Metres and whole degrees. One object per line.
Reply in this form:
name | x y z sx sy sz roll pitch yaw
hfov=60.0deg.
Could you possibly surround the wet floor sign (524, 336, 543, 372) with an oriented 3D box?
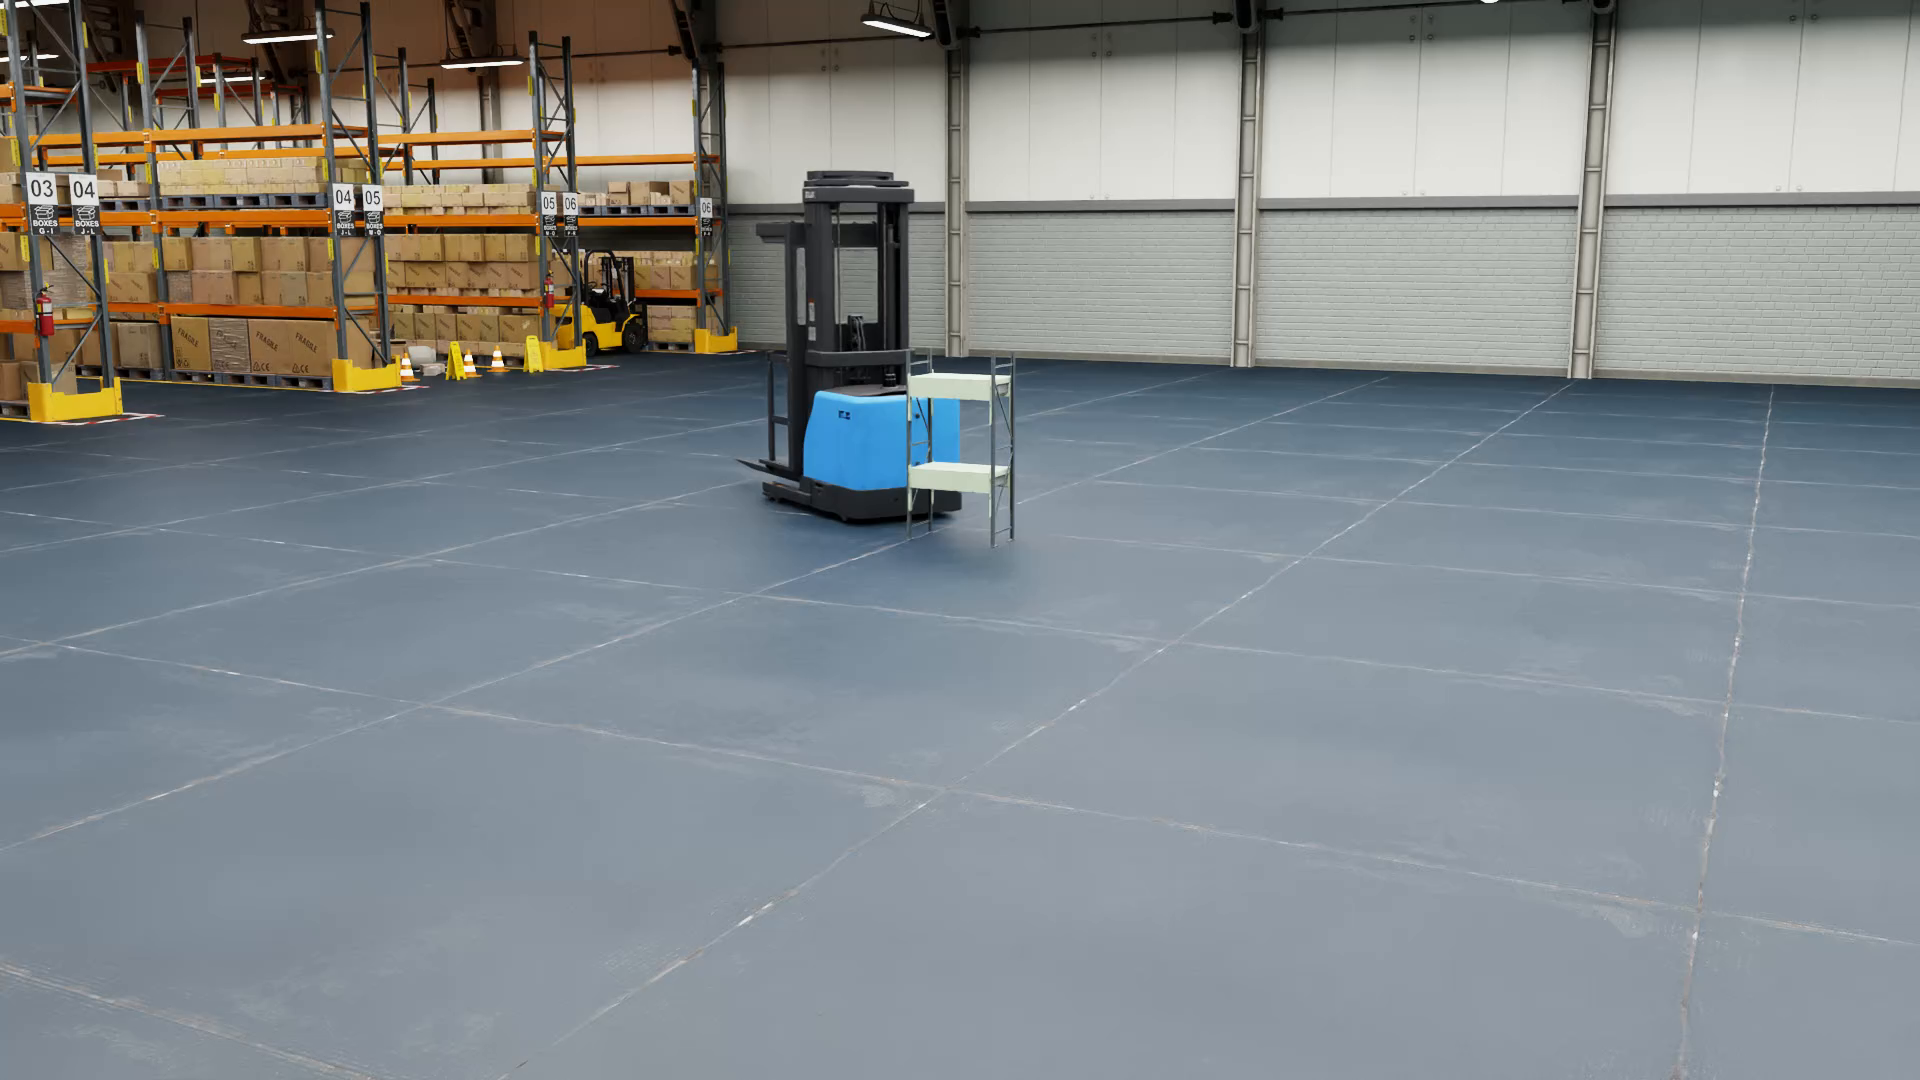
wet floor sign | -7.705 -3.358 29.975 0.267 0.644 0.232 -10 14 -43

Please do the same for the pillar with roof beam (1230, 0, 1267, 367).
pillar with roof beam | 3.422 -7.014 26.714 0.548 9.000 9.100 5 11 26

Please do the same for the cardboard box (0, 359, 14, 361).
cardboard box | -13.444 -2.243 23.038 0.500 0.500 0.500 6 12 31

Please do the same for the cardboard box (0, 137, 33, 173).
cardboard box | -12.999 -5.198 22.585 0.500 0.500 0.500 5 11 26

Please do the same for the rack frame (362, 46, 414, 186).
rack frame | -10.989 -7.970 31.999 0.127 3.000 1.000 5 11 26

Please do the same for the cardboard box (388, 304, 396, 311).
cardboard box | -13.197 -5.437 38.867 0.250 0.149 0.380 4 11 23

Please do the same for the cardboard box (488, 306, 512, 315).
cardboard box | -8.595 -4.284 31.094 0.250 0.149 0.380 5 12 27

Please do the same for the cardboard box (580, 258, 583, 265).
cardboard box | -8.148 -6.076 36.278 0.250 0.149 0.380 5 11 26

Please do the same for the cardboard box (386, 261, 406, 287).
cardboard box | -10.718 -5.134 32.061 0.500 0.500 0.500 5 11 26

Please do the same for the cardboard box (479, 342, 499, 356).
cardboard box | -8.707 -3.619 31.346 0.500 0.250 0.500 5 11 26

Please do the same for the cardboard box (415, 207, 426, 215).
cardboard box | -10.130 -6.249 31.619 0.250 0.149 0.380 5 12 28

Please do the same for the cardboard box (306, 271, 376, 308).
cardboard box | -9.855 -4.000 26.488 0.550 0.550 0.875 5 11 26

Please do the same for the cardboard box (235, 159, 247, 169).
cardboard box | -11.322 -5.997 26.529 0.250 0.149 0.380 5 11 26

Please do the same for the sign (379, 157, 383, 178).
sign | -9.251 -5.937 26.515 0.005 0.325 0.100 5 11 26

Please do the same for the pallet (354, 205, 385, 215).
pallet | -11.496 -6.467 32.646 1.003 0.211 1.213 5 11 26

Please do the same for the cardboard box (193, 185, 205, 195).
cardboard box | -12.232 -5.685 27.042 0.250 0.149 0.380 5 11 25

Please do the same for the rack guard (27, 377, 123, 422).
rack guard | -11.855 -1.896 22.303 0.348 0.500 1.175 5 11 26

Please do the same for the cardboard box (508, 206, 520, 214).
cardboard box | -8.084 -6.053 30.535 0.250 0.149 0.380 5 11 26

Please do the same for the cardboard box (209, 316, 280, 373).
cardboard box | -11.746 -3.249 27.548 0.875 0.875 0.875 5 11 26

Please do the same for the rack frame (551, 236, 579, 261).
rack frame | -8.797 -5.811 36.915 0.127 3.000 1.000 5 11 26

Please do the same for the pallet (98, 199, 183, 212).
pallet | -13.933 -5.666 28.227 1.217 0.209 0.805 5 11 24

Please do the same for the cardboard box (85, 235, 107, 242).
cardboard box | -18.581 -6.482 35.714 0.250 0.149 0.380 5 11 25

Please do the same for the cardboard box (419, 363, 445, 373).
cardboard box | -9.471 -3.081 29.834 0.380 0.149 0.250 -7 12 -33

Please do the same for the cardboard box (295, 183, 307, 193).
cardboard box | -10.176 -5.505 26.045 0.250 0.149 0.380 5 11 26

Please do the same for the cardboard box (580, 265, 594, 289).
cardboard box | -8.040 -5.745 36.271 0.500 0.500 0.500 5 12 27

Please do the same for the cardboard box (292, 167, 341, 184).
cardboard box | -10.065 -5.703 26.020 0.500 0.250 0.500 5 11 27

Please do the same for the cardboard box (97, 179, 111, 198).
cardboard box | -14.758 -6.010 28.385 0.500 0.311 0.500 5 11 24

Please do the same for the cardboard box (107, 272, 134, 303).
cardboard box | -14.128 -4.307 28.324 0.500 0.500 0.500 5 11 25

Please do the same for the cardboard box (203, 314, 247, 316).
cardboard box | -15.159 -4.562 34.801 0.875 0.875 0.875 5 11 25

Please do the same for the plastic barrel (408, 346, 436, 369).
plastic barrel | -9.925 -3.356 30.585 0.512 0.421 0.421 -4 11 -23

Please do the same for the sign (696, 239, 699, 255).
sign | -5.462 -6.097 34.577 0.005 0.325 0.100 5 11 26

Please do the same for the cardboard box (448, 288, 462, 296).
cardboard box | -9.468 -4.701 31.485 0.250 0.149 0.380 5 11 26

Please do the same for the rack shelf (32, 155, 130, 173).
rack shelf | -19.957 -8.207 36.453 4.000 0.370 1.077 5 11 26

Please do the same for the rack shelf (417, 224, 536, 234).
rack shelf | -10.590 -7.091 37.583 4.000 0.370 1.077 5 11 26

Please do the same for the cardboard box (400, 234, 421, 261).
cardboard box | -10.242 -5.592 31.784 0.500 0.500 0.700 5 11 26

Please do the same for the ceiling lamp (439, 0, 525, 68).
ceiling lamp | -9.645 -11.273 33.862 2.000 3.185 0.800 5 11 26

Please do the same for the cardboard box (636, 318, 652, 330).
cardboard box | -6.702 -4.662 35.707 0.500 0.250 0.500 5 11 25

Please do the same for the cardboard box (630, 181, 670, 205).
cardboard box | -6.588 -7.370 35.363 0.500 0.500 0.700 5 11 26

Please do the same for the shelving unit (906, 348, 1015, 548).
shelving unit | 0.006 -0.737 13.094 0.755 1.500 0.431 5 11 26

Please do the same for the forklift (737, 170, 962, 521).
forklift | -1.158 -1.818 15.044 1.130 2.935 3.031 -6 12 -29

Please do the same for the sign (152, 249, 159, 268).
sign | -13.320 -4.663 27.542 0.005 0.325 0.100 5 11 26

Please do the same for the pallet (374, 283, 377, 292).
pallet | -11.611 -5.007 33.012 1.213 0.211 1.003 5 11 26

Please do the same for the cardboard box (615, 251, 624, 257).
cardboard box | -7.220 -6.148 35.838 0.250 0.149 0.380 5 11 26

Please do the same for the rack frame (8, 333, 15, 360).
rack frame | -16.676 -4.535 29.863 0.127 3.000 1.000 5 11 26

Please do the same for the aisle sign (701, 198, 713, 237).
aisle sign | -5.280 -6.723 34.654 0.004 0.787 0.394 5 11 26

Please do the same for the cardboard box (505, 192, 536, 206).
cardboard box | -7.980 -6.249 30.497 0.500 0.250 0.500 5 11 25

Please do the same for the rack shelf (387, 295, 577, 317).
rack shelf | -9.196 -4.506 31.727 4.000 0.370 1.077 5 11 26

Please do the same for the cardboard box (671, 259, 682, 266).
cardboard box | -5.887 -5.862 35.096 0.250 0.149 0.380 5 12 27

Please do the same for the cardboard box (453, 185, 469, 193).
cardboard box | -9.226 -6.543 31.001 0.250 0.149 0.380 5 12 27
